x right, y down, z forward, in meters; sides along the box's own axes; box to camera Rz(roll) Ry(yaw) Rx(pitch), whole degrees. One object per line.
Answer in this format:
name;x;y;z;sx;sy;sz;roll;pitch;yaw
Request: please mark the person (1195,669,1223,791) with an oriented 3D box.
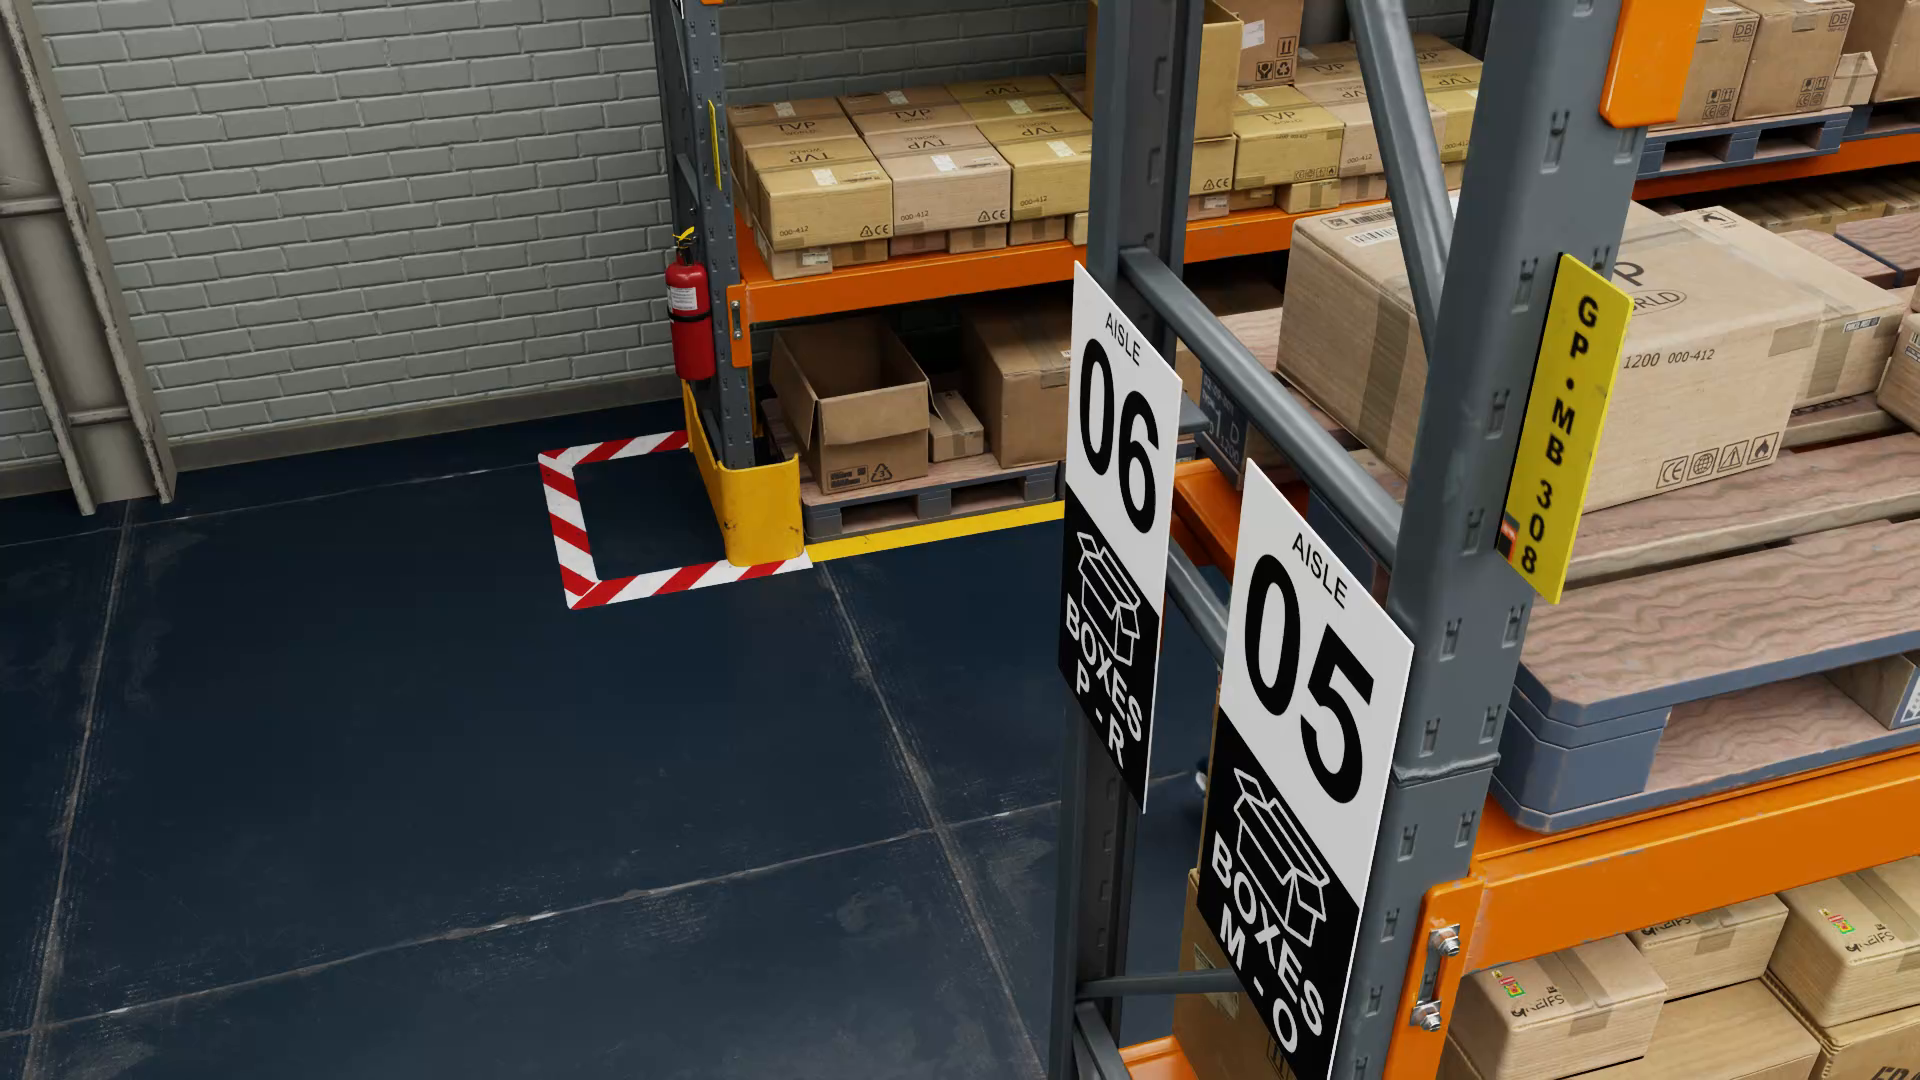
person;1.126;0.517;5.406;0.481;1.541;0.855;-23;41;-30
